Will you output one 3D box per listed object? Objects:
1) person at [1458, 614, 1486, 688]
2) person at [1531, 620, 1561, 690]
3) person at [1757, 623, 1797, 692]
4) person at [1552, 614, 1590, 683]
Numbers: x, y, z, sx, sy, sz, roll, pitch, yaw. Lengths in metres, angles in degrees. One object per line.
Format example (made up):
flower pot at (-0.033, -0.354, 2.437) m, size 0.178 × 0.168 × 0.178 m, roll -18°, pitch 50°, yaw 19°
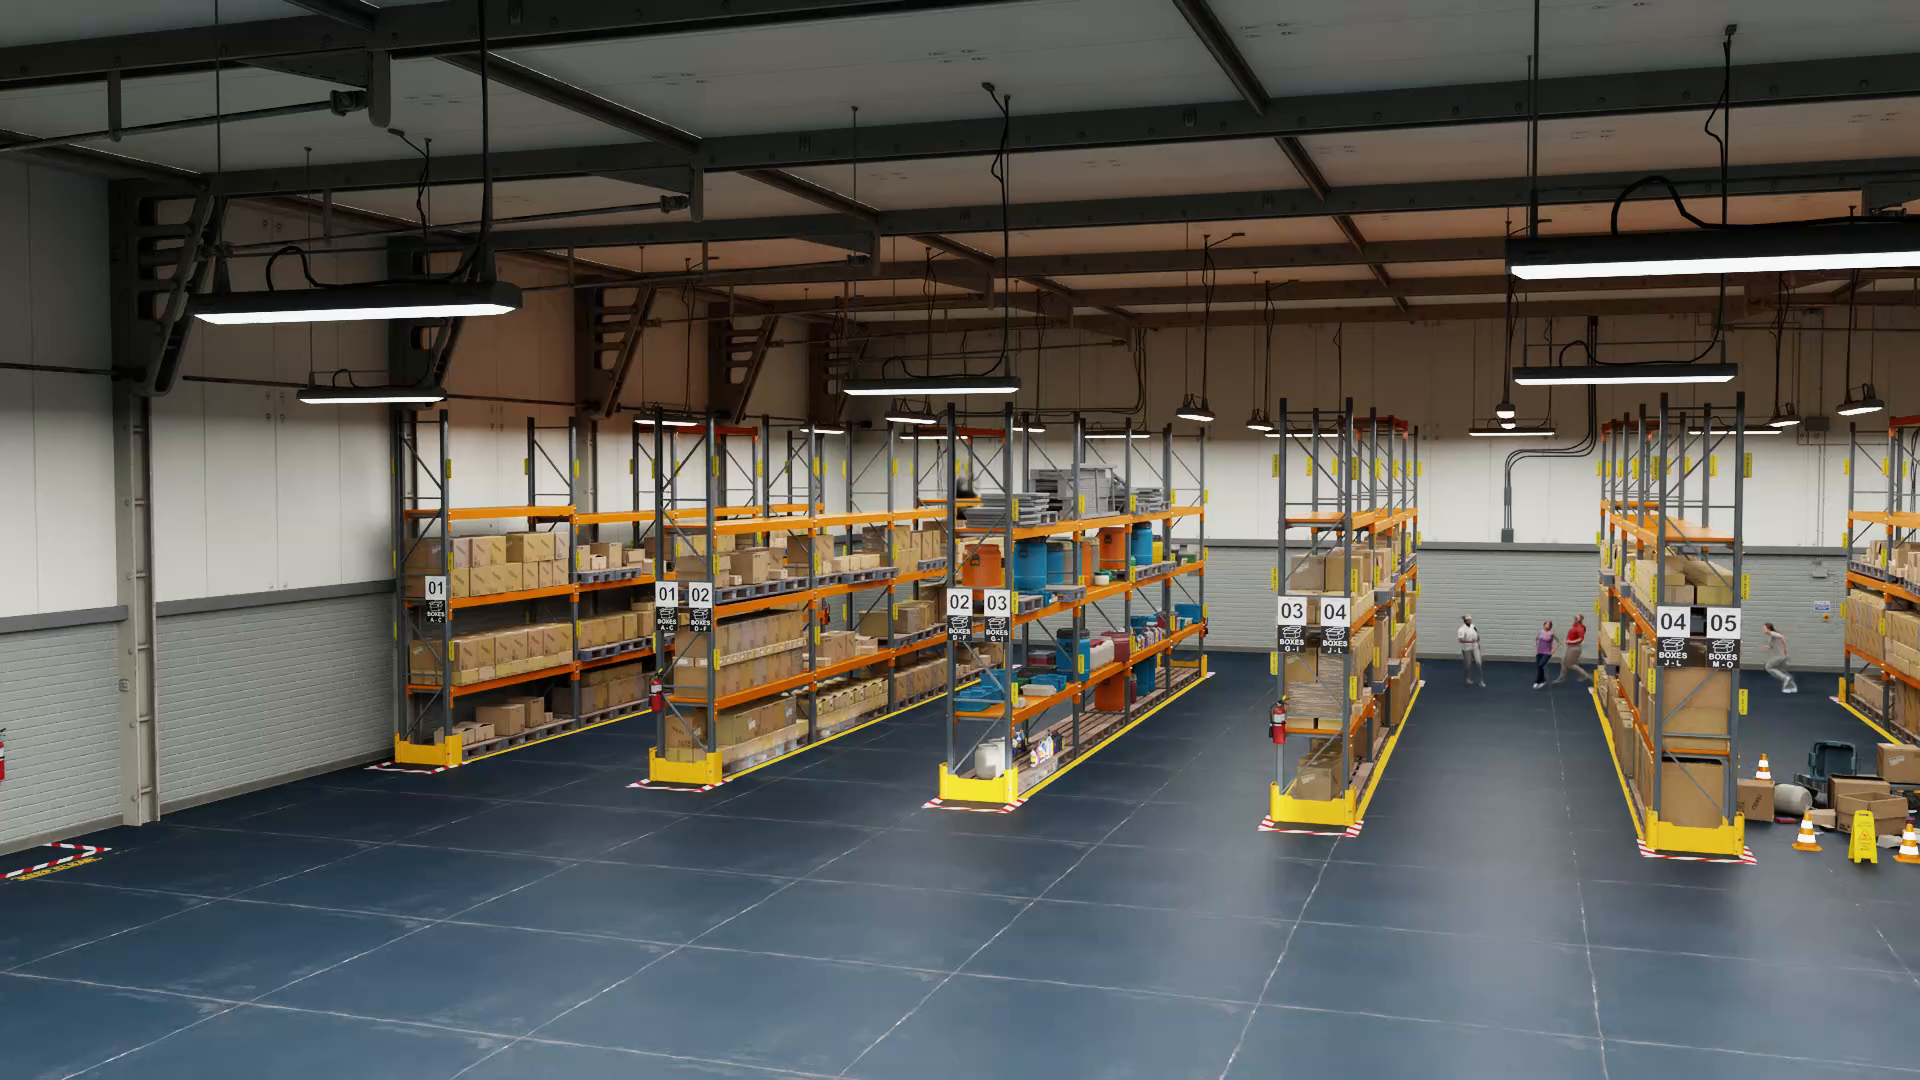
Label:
person at (11.686, 2.513, 38.161) m, size 0.583 × 1.672 × 0.827 m, roll 0°, pitch 2°, yaw -9°
person at (13.275, 2.603, 37.694) m, size 0.590 × 1.594 × 0.614 m, roll -2°, pitch 3°, yaw -41°
person at (18.300, 2.632, 37.230) m, size 0.844 × 1.546 × 0.586 m, roll 1°, pitch 3°, yaw 23°
person at (14.146, 2.528, 38.445) m, size 0.815 × 1.671 × 0.781 m, roll 1°, pitch 3°, yaw 18°
